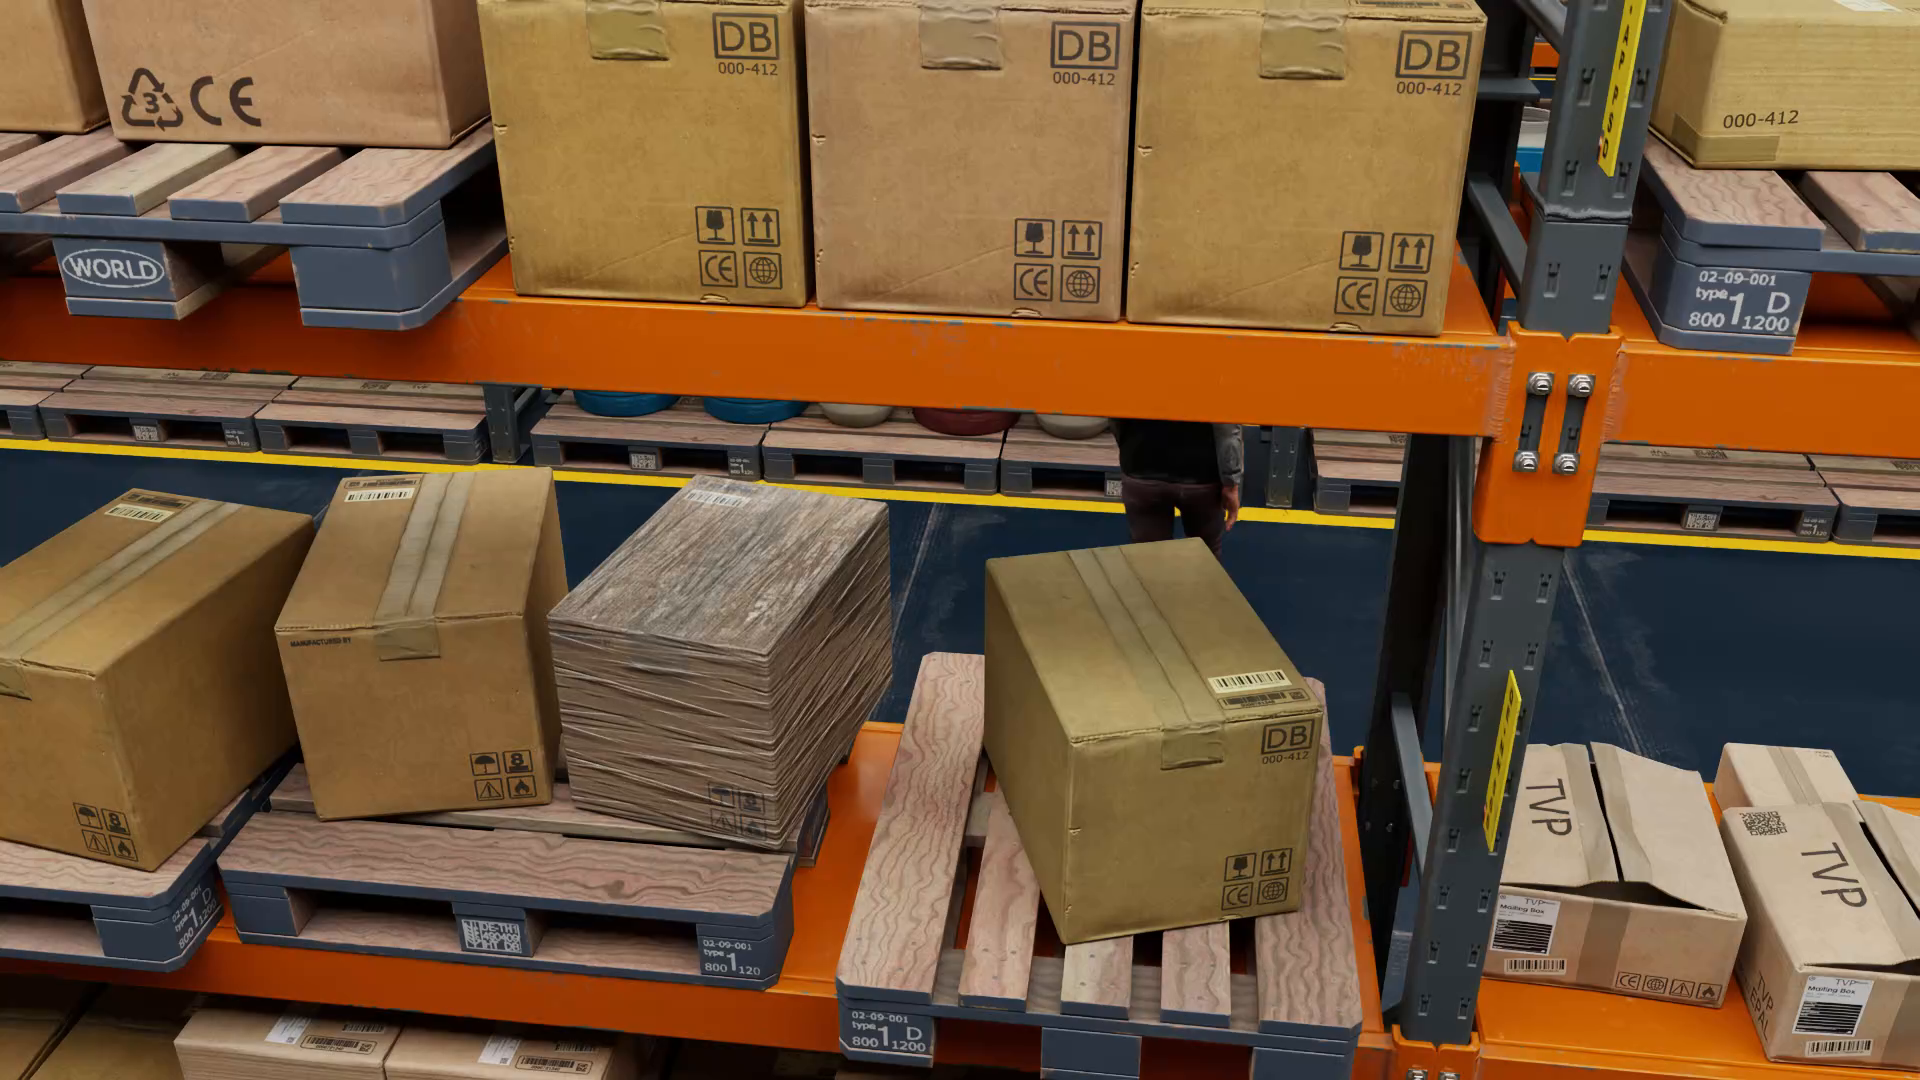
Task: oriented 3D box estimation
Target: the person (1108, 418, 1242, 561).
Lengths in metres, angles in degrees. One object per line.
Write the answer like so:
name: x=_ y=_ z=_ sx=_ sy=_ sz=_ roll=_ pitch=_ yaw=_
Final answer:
person: x=0.862 y=-0.301 z=6.676 sx=0.565 sy=1.700 sz=0.799 roll=7 pitch=29 yaw=13
